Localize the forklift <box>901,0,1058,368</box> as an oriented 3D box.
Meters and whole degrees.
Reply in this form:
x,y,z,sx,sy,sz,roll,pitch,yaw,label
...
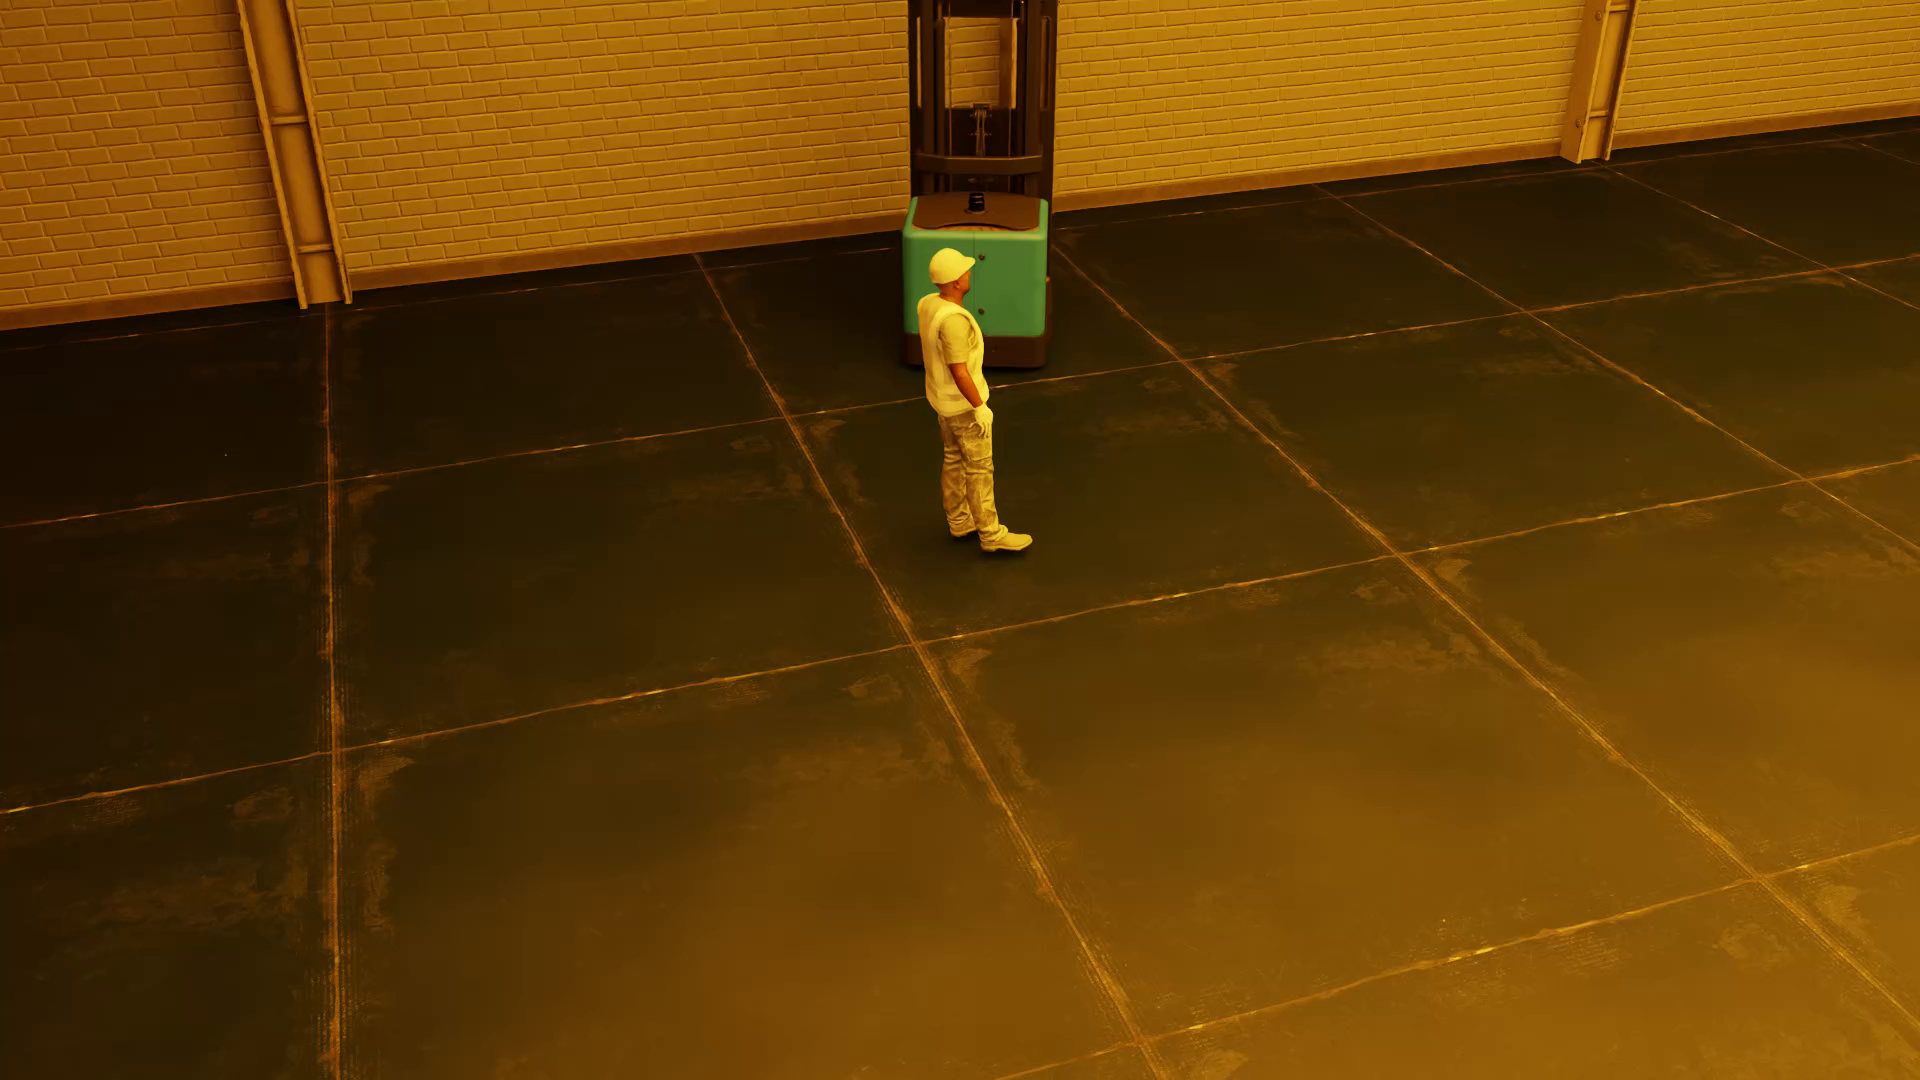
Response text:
x,y,z,sx,sy,sz,roll,pitch,yaw,label
0.180,-3.222,12.687,1.130,2.935,3.031,2,30,3,forklift

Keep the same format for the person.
x,y,z,sx,sy,sz,roll,pitch,yaw,label
0.071,-0.822,9.571,0.575,1.784,0.657,-10,31,-16,person
